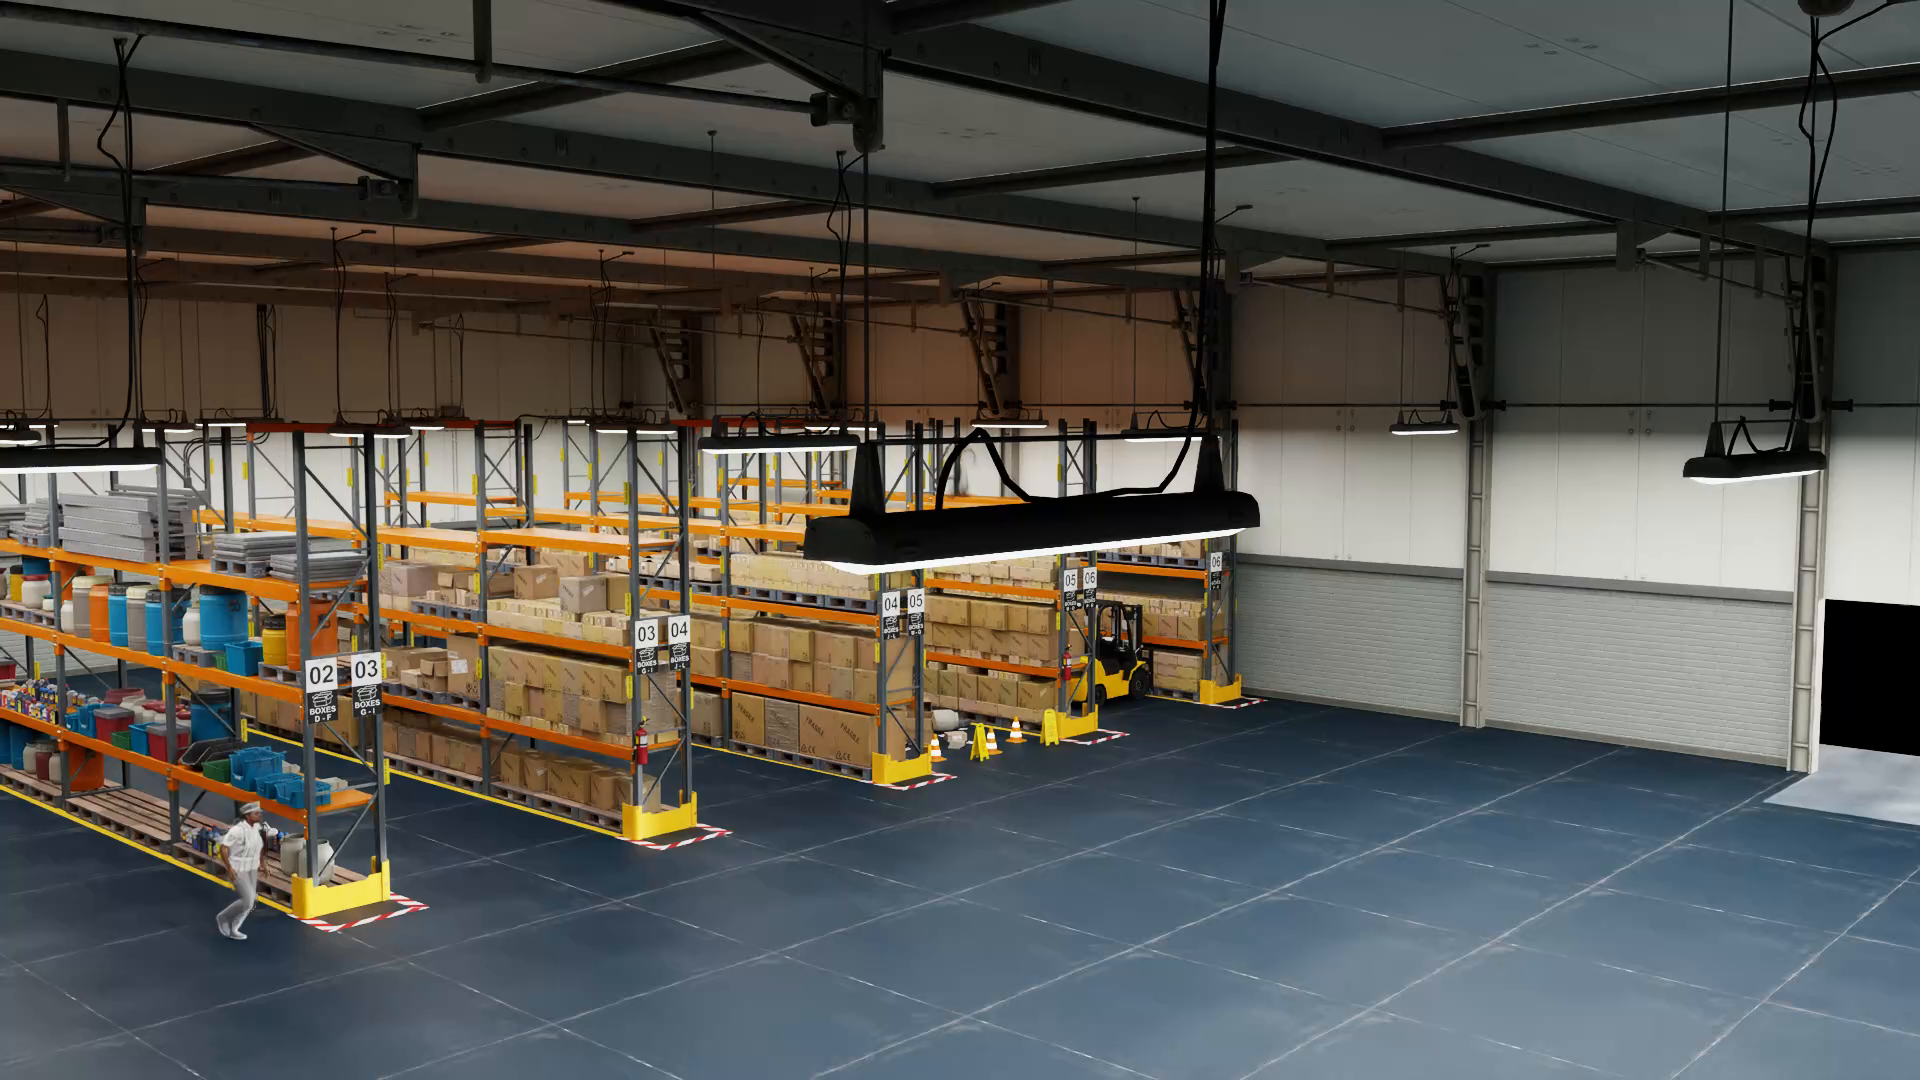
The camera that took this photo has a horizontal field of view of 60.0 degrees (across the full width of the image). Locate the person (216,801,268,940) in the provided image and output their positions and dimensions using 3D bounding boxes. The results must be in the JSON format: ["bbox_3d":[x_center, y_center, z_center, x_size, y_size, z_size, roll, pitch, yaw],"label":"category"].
[{"bbox_3d":[-8.480,3.912,19.761,0.447,1.628,0.574,2,5,18],"label":"person"}]

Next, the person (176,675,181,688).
[{"bbox_3d":[-16.782,2.507,36.260,0.709,1.780,0.576,4,6,38],"label":"person"}]
